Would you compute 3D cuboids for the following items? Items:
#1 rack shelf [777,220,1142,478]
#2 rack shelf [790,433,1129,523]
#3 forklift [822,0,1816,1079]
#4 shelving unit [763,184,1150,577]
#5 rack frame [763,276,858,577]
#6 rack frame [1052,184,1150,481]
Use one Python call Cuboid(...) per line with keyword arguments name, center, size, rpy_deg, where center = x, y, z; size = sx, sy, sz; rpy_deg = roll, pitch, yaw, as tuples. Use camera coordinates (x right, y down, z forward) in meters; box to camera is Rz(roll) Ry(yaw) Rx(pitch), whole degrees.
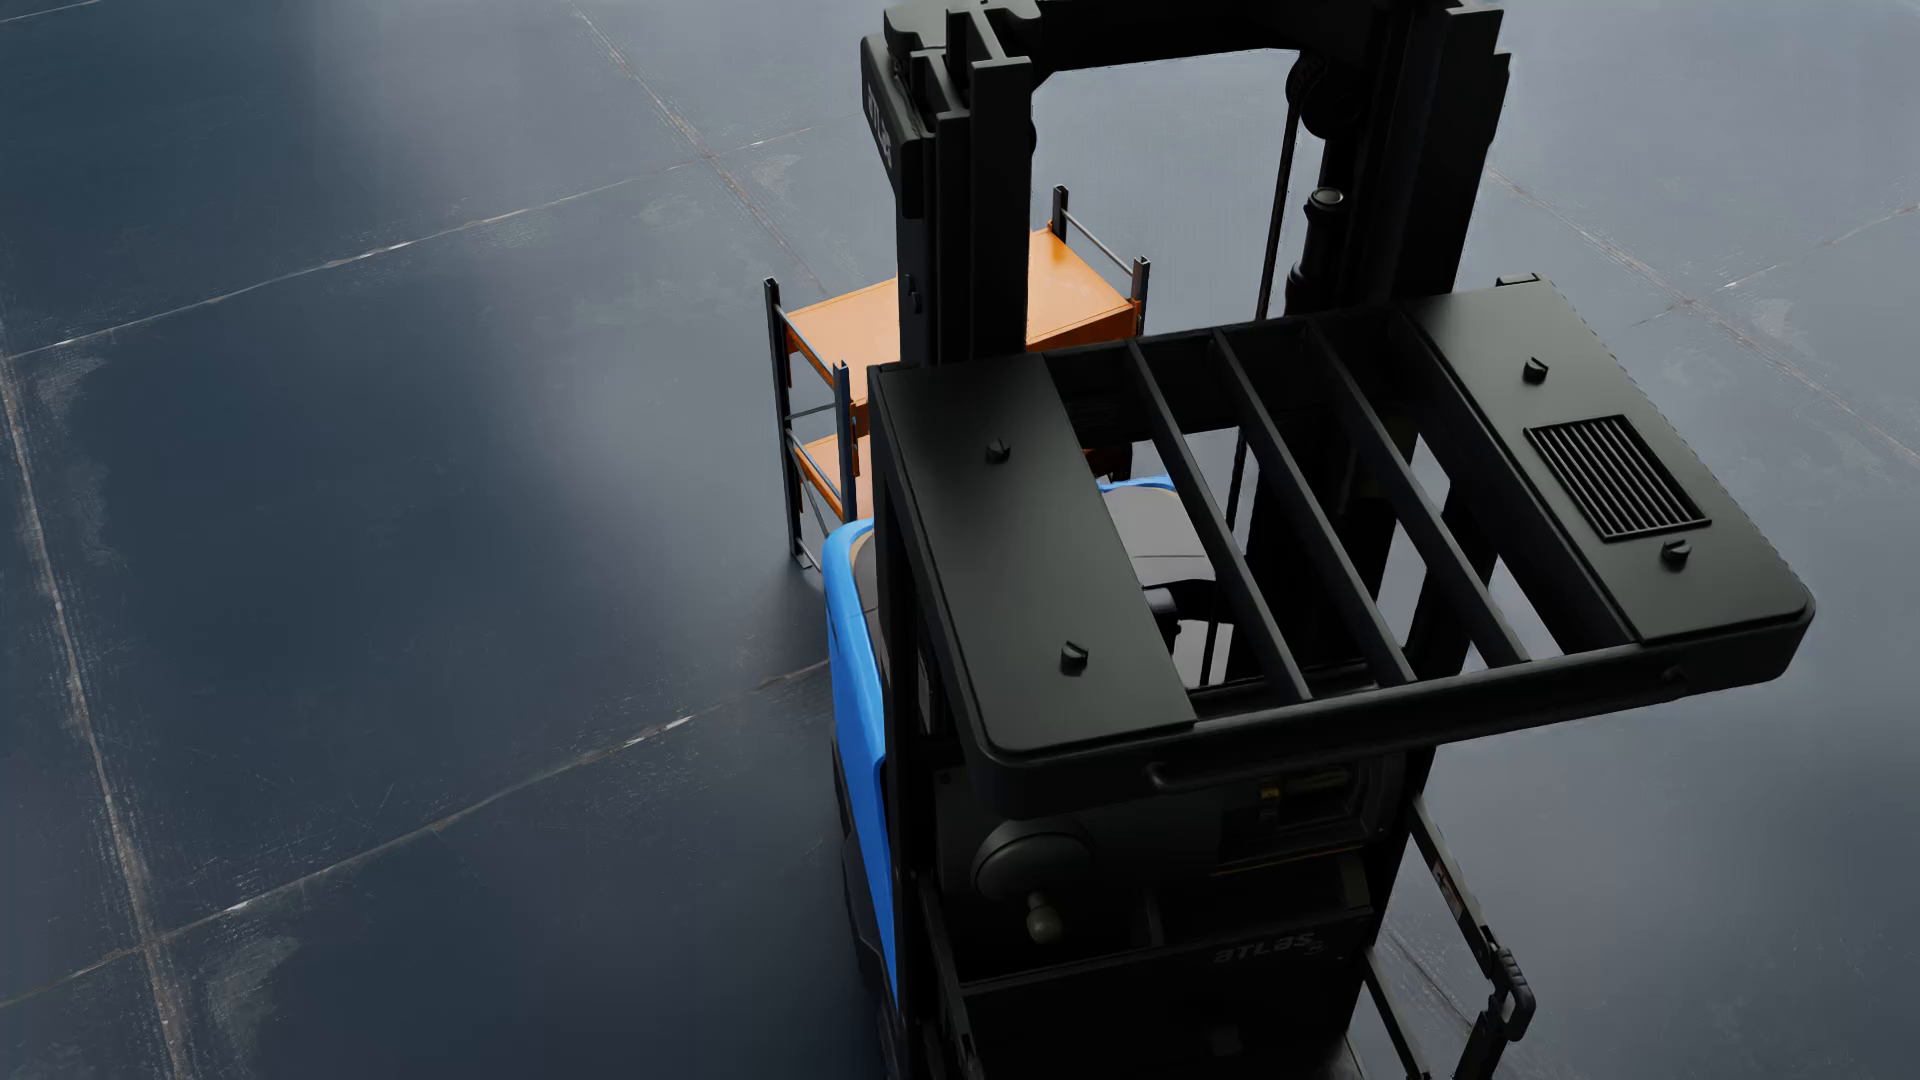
Cuboid(name="rack shelf", center=(-0.006, -0.611, 5.152), size=(1.000, 0.278, 0.538), rpy_deg=(-22, 48, -21))
Cuboid(name="rack shelf", center=(-0.006, -0.226, 5.526), size=(1.000, 0.278, 0.538), rpy_deg=(-22, 48, -21))
Cuboid(name="forklift", center=(0.458, 0.605, 3.022), size=(1.130, 2.935, 3.031), rpy_deg=(-9, 45, -9))
Cuboid(name="shelving unit", center=(-0.006, -0.401, 5.356), size=(1.048, 1.125, 0.538), rpy_deg=(-22, 48, -21))
Cuboid(name="rack frame", center=(-0.447, -0.225, 5.174), size=(0.032, 1.125, 0.500), rpy_deg=(-22, 48, -21))
Cuboid(name="rack frame", center=(0.435, -0.578, 5.538), size=(0.032, 1.125, 0.500), rpy_deg=(-22, 48, -21))
